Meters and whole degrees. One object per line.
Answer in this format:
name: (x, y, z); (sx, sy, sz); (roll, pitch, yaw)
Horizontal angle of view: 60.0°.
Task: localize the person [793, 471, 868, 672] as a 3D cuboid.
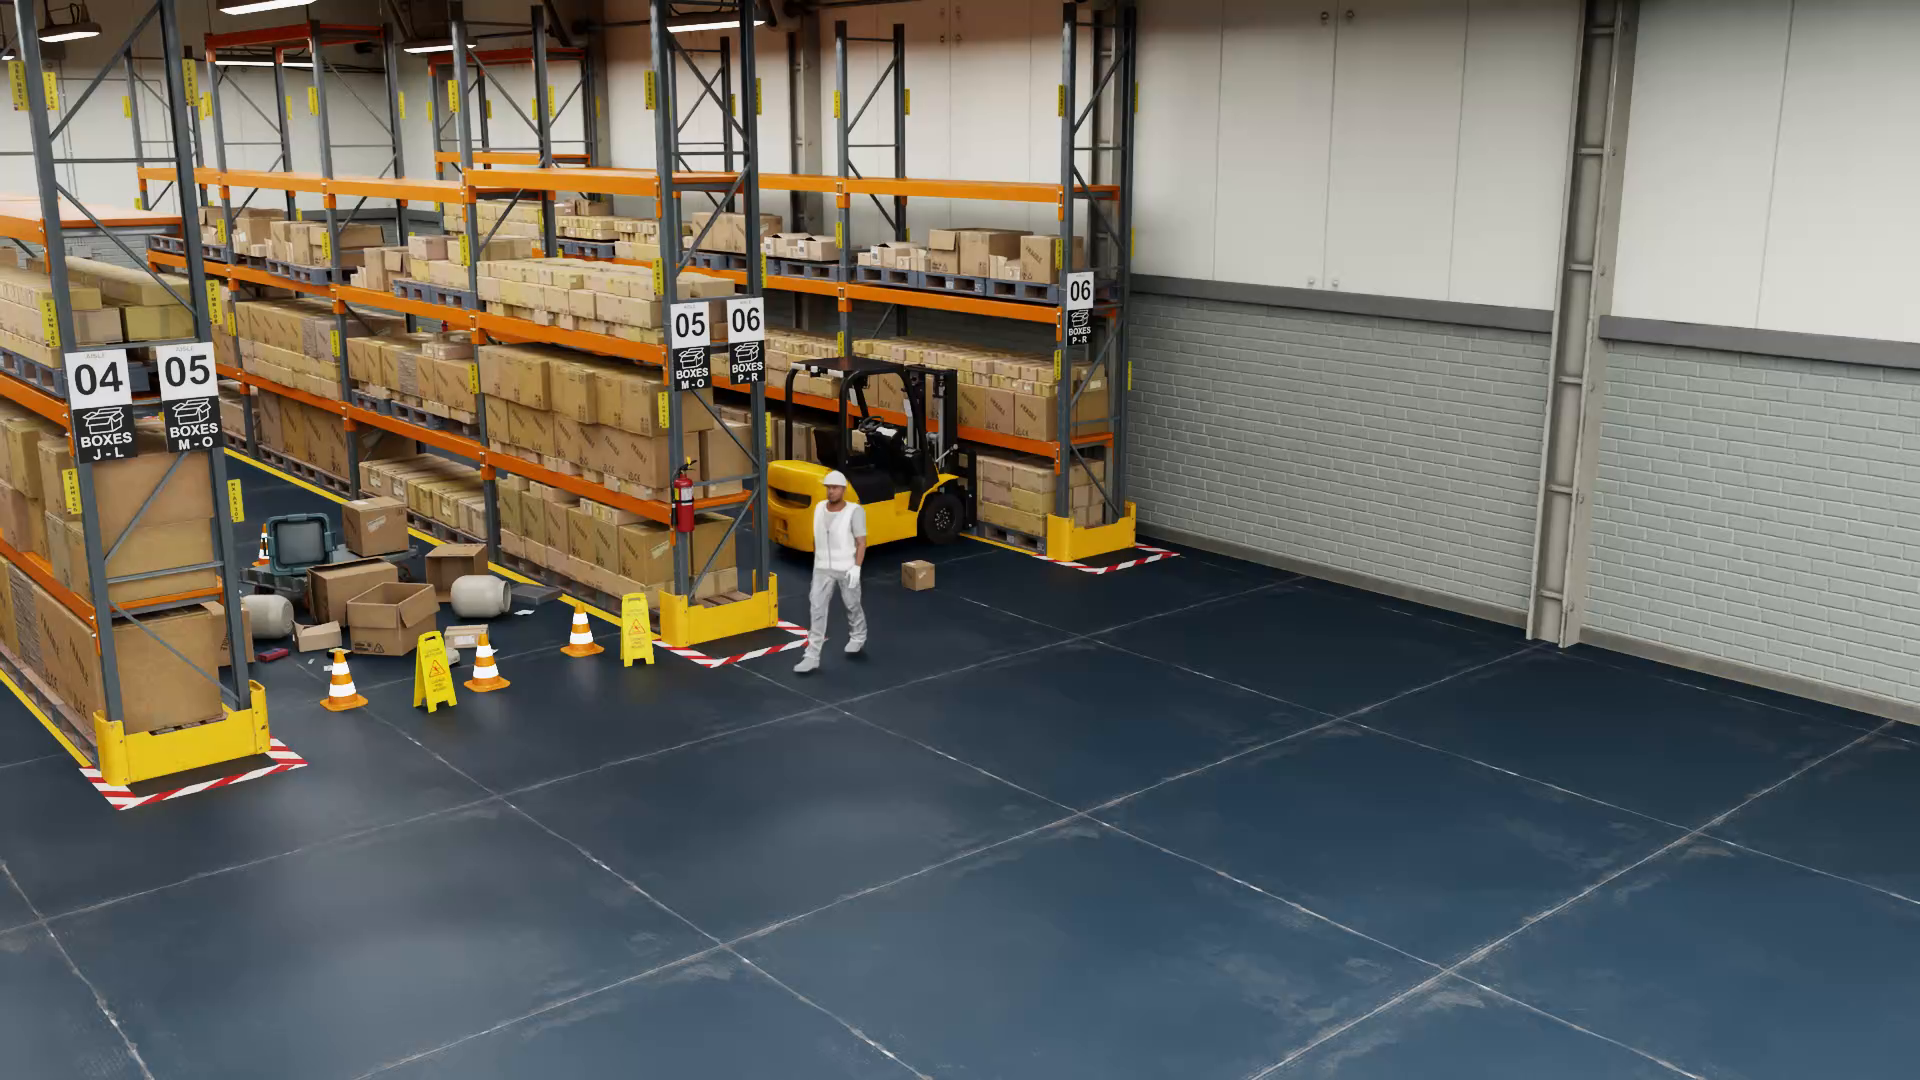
person: (-1.134, 0.256, 14.869); (0.597, 1.727, 1.003); (5, 15, 20)
